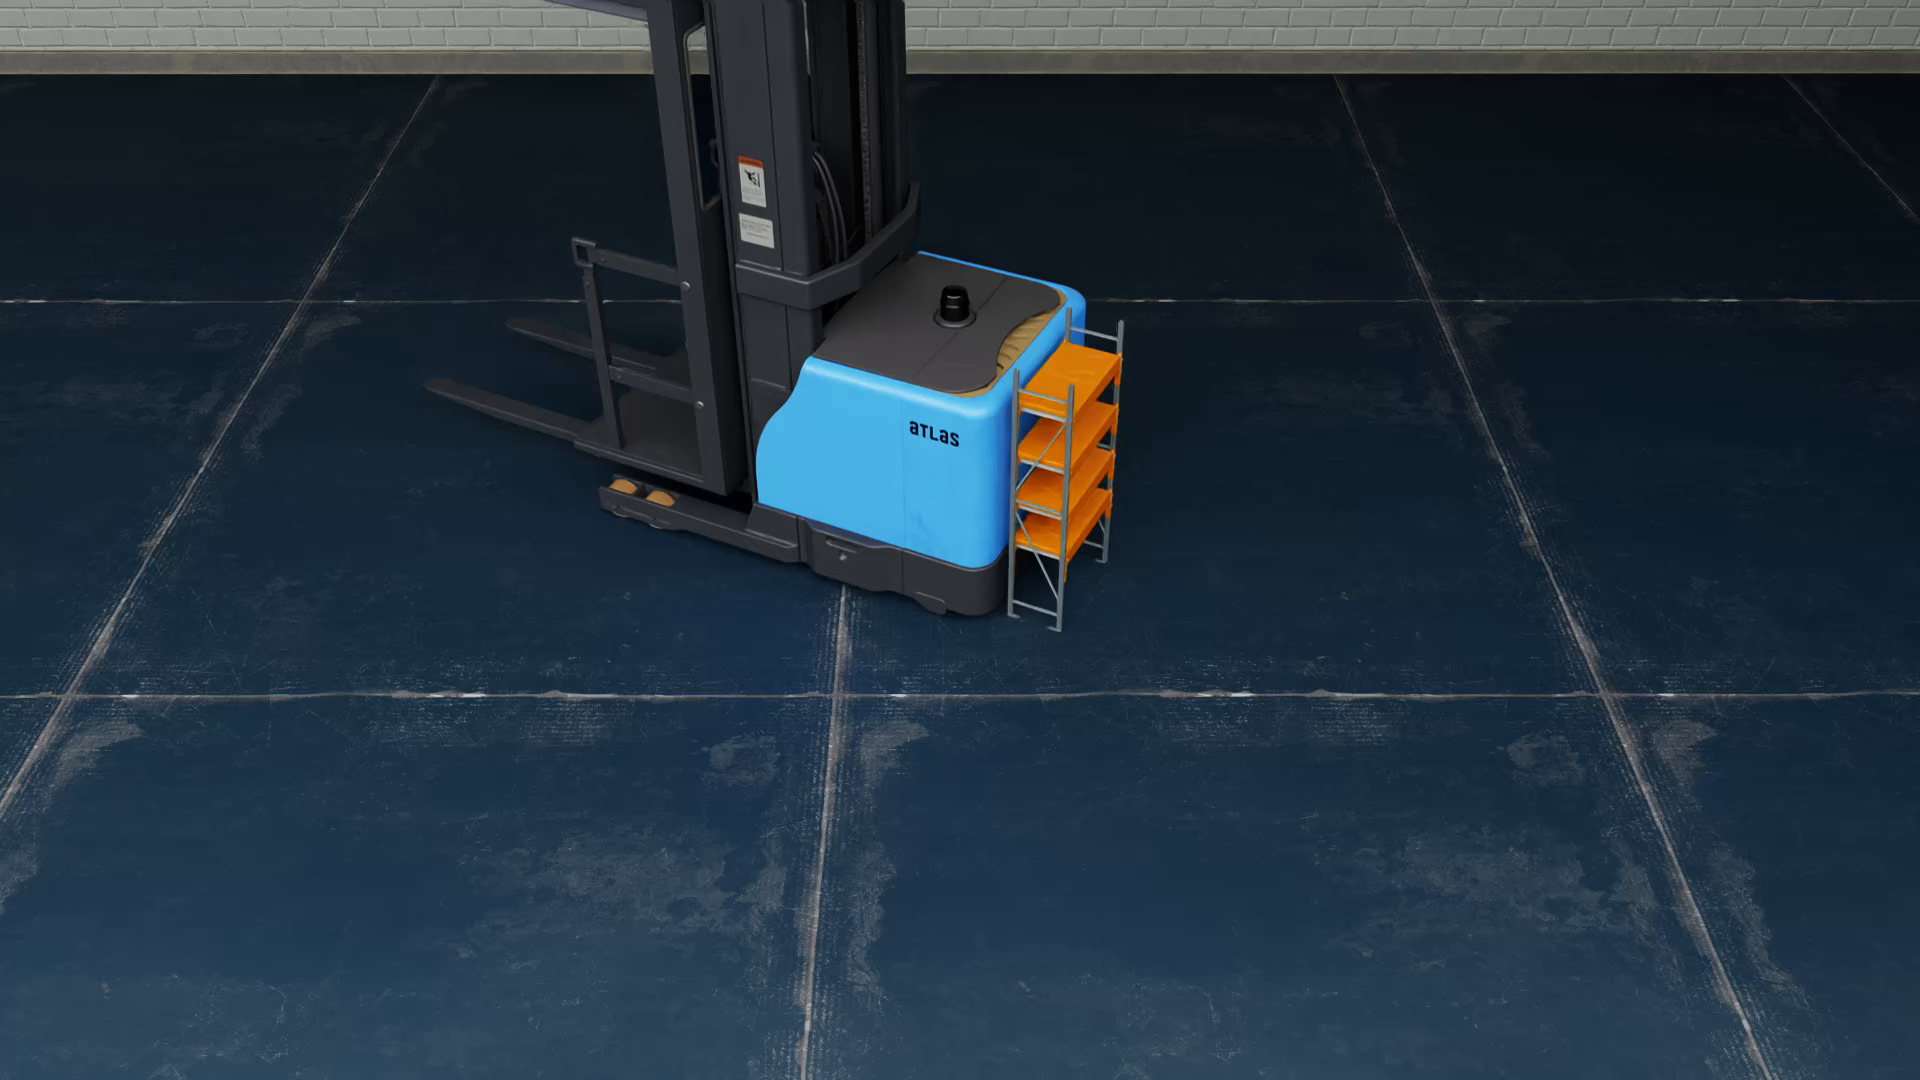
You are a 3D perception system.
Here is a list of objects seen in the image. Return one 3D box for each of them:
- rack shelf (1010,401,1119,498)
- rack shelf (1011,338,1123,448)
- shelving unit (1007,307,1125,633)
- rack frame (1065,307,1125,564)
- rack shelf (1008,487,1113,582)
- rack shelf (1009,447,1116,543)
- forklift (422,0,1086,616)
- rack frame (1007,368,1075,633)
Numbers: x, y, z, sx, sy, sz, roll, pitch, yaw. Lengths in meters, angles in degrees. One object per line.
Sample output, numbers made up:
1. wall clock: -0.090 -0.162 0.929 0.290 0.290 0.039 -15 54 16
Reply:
1. rack shelf: 0.414 -0.386 6.522 0.258 0.148 0.480 17 42 20
2. rack shelf: 0.414 -0.570 6.374 0.258 0.148 0.480 17 42 20
3. shelving unit: 0.414 -0.264 6.619 0.258 1.200 0.503 17 42 20
4. rack frame: 0.522 -0.401 6.790 0.240 1.200 0.015 17 42 20
5. rack shelf: 0.414 -0.056 6.786 0.258 0.148 0.480 17 42 20
6. rack shelf: 0.414 -0.211 6.661 0.258 0.148 0.480 17 42 20
7. forklift: -1.022 -1.469 6.740 3.031 2.935 1.130 17 42 20
8. rack frame: 0.306 -0.127 6.449 0.240 1.200 0.015 17 42 20
